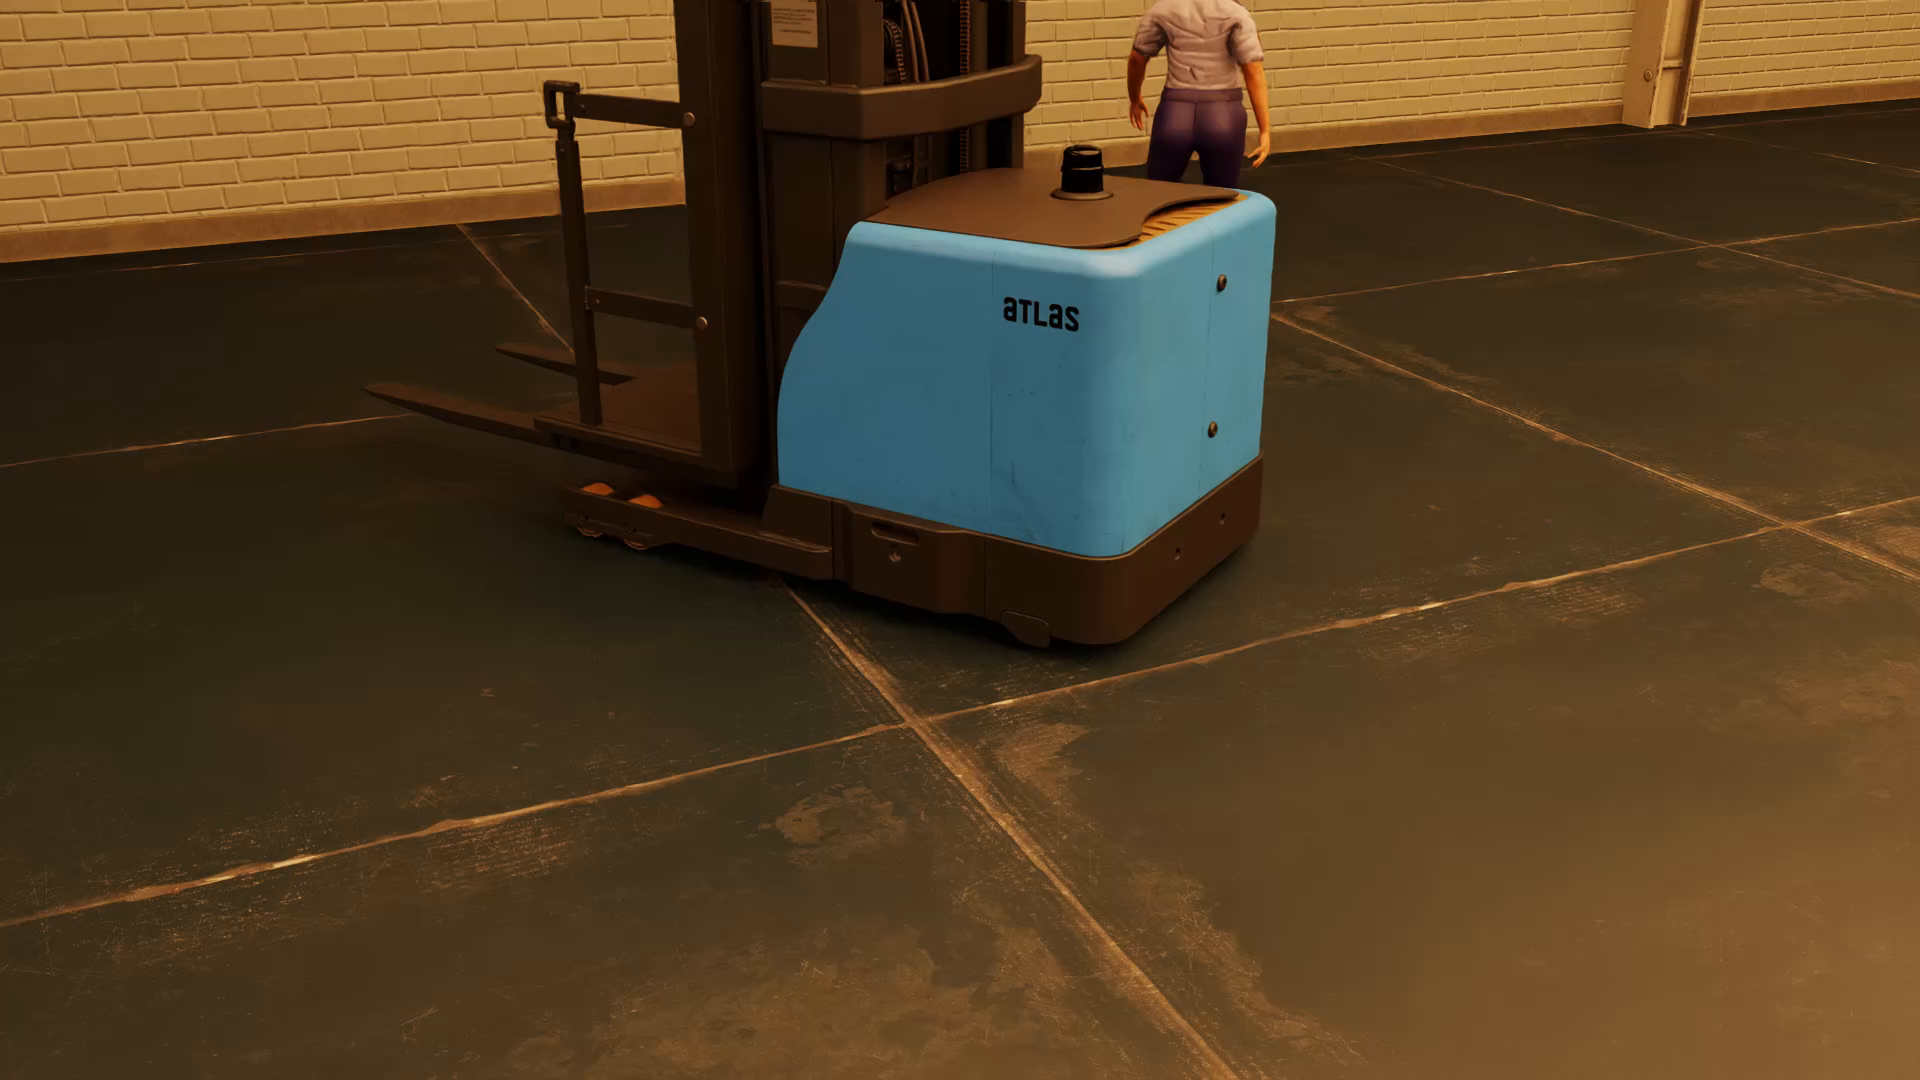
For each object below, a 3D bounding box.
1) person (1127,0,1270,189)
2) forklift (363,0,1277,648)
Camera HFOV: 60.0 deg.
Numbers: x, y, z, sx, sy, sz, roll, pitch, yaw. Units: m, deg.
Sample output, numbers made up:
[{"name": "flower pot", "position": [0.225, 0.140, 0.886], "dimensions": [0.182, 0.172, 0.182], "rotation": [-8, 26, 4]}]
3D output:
[{"name": "person", "position": [1.043, -1.814, 7.357], "dimensions": [0.689, 1.632, 0.511], "rotation": [7, 24, 17]}, {"name": "forklift", "position": [-0.623, -1.479, 4.846], "dimensions": [3.031, 2.935, 1.130], "rotation": [13, 26, 29]}]
